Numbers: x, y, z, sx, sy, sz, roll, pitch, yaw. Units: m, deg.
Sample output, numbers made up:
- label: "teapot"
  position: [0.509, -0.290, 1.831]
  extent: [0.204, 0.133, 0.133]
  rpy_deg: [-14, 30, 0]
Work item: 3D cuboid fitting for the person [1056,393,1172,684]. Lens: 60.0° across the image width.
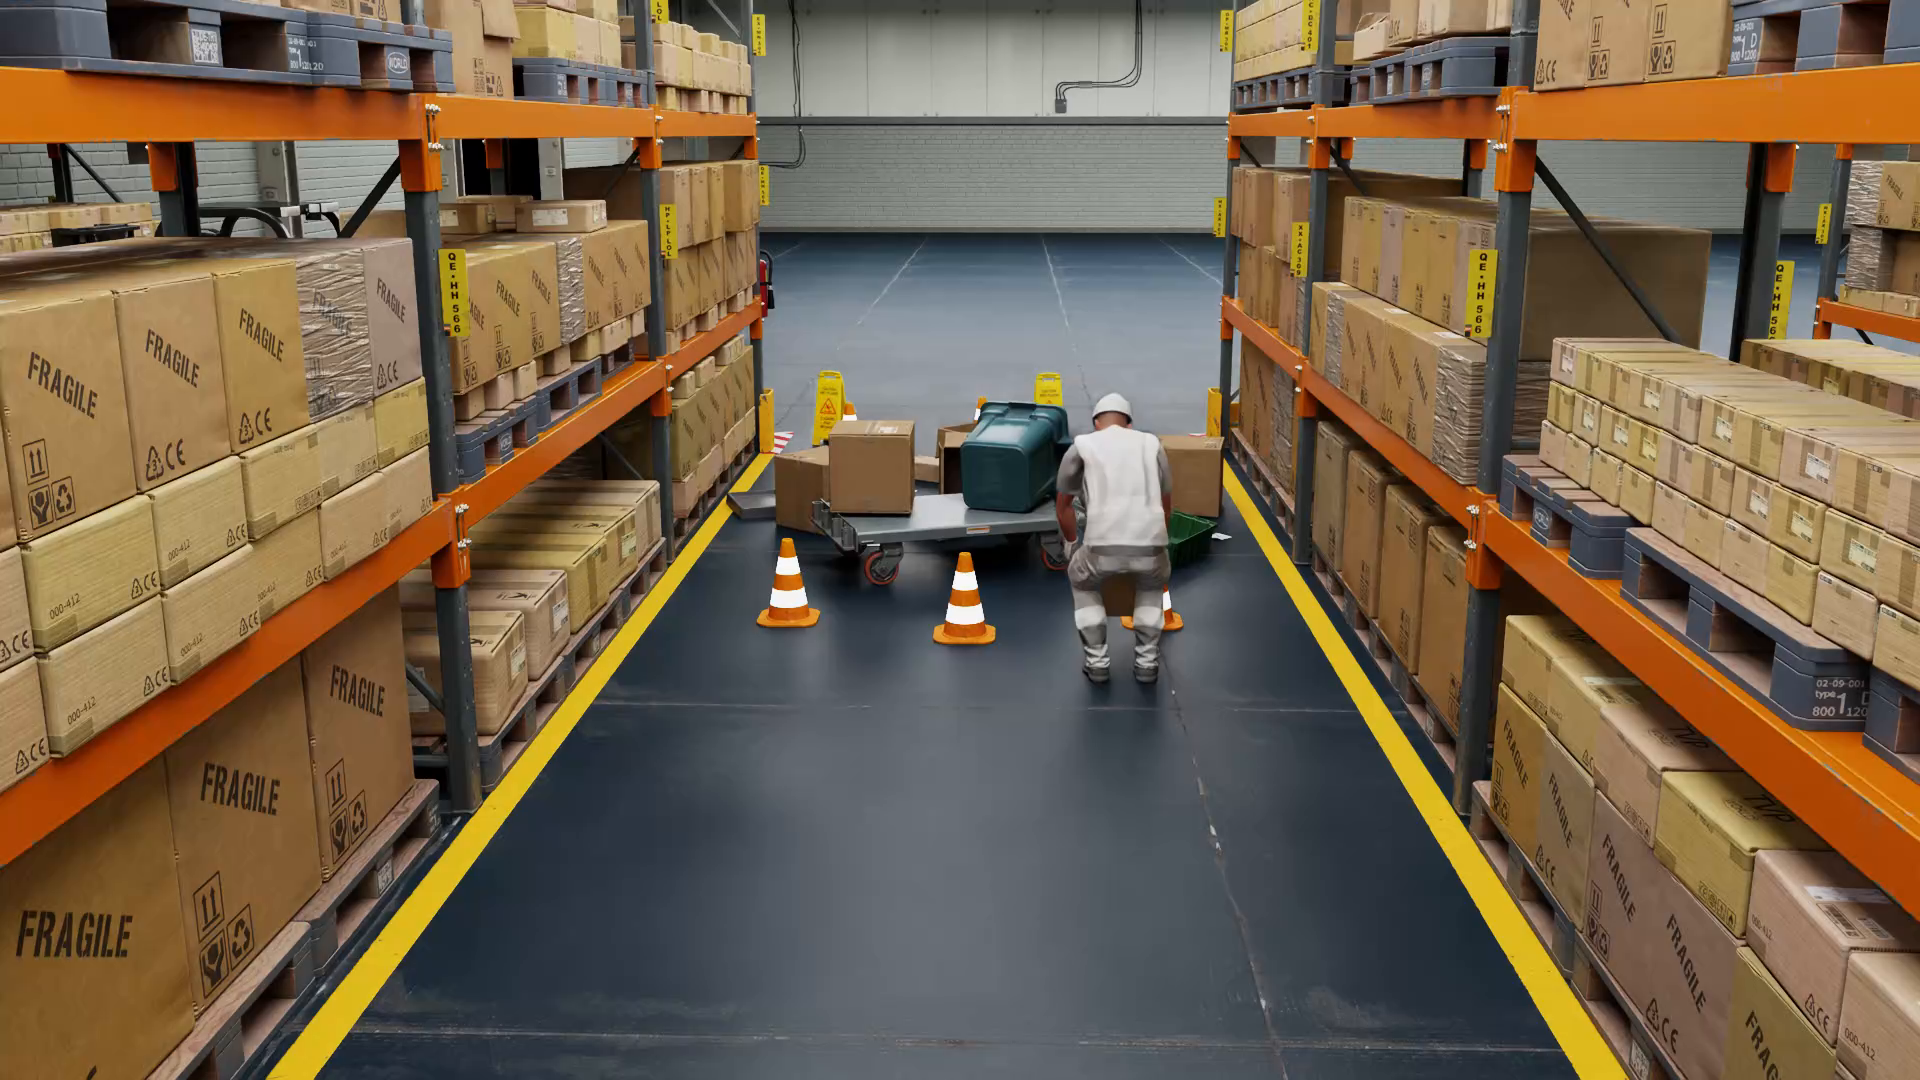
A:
- label: "person"
  position: [0.769, -0.006, 8.325]
  extent: [0.584, 1.384, 0.780]
  rpy_deg: [0, 14, 2]
